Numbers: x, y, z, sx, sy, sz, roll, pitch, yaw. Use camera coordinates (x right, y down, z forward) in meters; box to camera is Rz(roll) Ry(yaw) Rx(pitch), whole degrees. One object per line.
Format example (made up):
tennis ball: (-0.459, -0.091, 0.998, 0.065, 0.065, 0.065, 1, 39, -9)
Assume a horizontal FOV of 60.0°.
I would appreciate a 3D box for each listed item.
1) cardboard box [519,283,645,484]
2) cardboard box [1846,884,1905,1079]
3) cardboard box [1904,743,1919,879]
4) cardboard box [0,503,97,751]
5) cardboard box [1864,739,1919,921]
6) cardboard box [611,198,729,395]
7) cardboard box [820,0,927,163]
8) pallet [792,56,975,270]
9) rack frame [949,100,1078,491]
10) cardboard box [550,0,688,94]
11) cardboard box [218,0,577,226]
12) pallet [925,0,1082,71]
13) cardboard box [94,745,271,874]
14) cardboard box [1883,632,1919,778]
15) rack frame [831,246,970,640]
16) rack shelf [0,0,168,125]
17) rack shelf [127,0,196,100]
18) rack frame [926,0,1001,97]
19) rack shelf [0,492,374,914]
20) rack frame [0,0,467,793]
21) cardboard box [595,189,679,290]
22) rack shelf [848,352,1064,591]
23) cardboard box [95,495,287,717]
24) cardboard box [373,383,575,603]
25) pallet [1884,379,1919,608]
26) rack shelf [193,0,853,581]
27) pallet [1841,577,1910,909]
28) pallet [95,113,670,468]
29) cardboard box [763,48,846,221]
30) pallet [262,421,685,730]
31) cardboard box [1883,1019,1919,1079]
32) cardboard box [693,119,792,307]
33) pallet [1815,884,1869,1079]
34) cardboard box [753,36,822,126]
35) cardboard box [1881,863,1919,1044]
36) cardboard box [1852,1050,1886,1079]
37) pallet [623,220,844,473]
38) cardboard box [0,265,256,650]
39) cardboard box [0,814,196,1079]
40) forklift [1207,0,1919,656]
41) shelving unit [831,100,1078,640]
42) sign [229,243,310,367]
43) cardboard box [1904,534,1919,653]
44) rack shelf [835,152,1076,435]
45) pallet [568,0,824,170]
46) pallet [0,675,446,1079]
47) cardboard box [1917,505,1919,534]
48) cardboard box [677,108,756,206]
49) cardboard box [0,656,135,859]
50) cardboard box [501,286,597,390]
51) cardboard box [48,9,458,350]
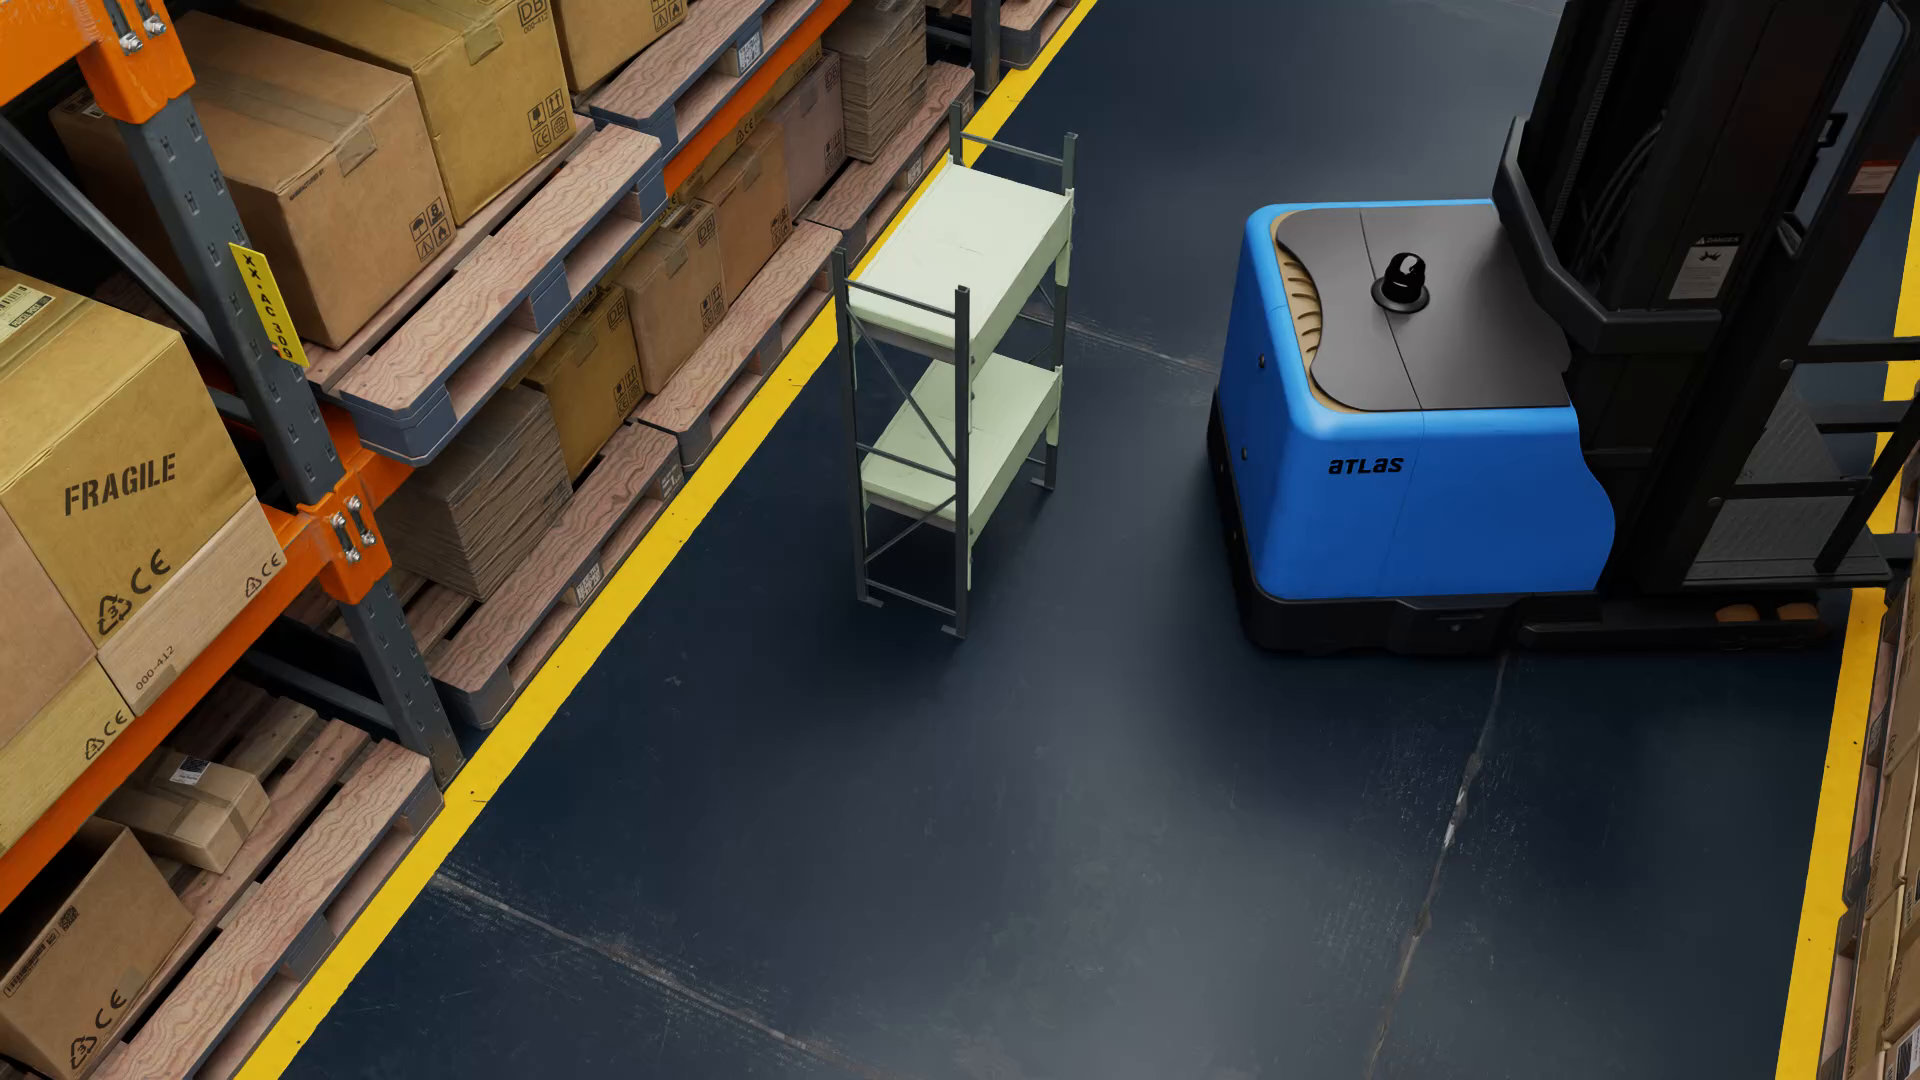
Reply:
cardboard box: (-1.534, -0.620, 5.660, 0.700, 0.500, 0.500, 19, 52, 15)
cardboard box: (2.604, 1.234, 4.260, 0.500, 0.250, 0.500, 19, 52, 16)
cardboard box: (2.817, 0.704, 4.342, 0.500, 0.311, 0.500, 20, 52, 16)
cardboard box: (-2.139, 0.168, 3.230, 0.500, 0.500, 0.500, 20, 52, 16)
cardboard box: (2.822, 0.882, 4.560, 0.500, 0.250, 0.500, 21, 53, 17)
cardboard box: (-1.280, -0.958, 5.948, 0.700, 0.500, 0.500, 20, 53, 16)
cardboard box: (-0.561, -1.977, 6.815, 0.700, 0.500, 0.500, 20, 53, 17)
pallet: (-0.635, -1.716, 7.071, 1.003, 0.211, 1.213, 20, 52, 16)
rack frame: (0.154, -0.733, 5.389, 0.400, 1.500, 0.023, 20, 52, 16)
cardboard box: (-1.263, -1.763, 4.926, 0.700, 0.500, 0.500, 27, 55, 21)
cardboard box: (-1.516, -1.299, 4.532, 0.700, 0.500, 0.500, 25, 54, 20)
pallet: (0.105, -2.772, 7.970, 1.003, 0.211, 1.213, 20, 52, 16)
cardboard box: (-2.211, 0.751, 4.713, 0.380, 0.166, 0.250, 14, 51, 11)
cardboard box: (3.041, 0.532, 4.858, 0.500, 0.250, 0.500, 21, 53, 17)
rack frame: (-0.159, -0.229, 4.960, 0.400, 1.500, 0.023, 20, 52, 16)
rack shelf: (-2.864, 0.236, 2.083, 1.077, 0.370, 4.000, 20, 52, 16)
rack shelf: (-1.155, -2.519, 4.427, 1.077, 0.370, 4.000, 20, 52, 16)
rack frame: (-0.300, -3.157, 6.467, 1.000, 3.000, 0.127, 20, 52, 16)
rack shelf: (-2.864, 1.208, 3.225, 1.077, 0.370, 4.000, 20, 52, 16)
rack frame: (-2.009, -0.403, 4.123, 1.000, 3.000, 0.127, 20, 52, 16)
cardboard box: (-1.306, -1.154, 5.623, 0.500, 0.250, 0.500, 18, 52, 15)
rack shelf: (-0.003, -0.270, 5.423, 0.431, 0.370, 0.720, 20, 52, 16)
cardboard box: (-1.937, 0.064, 3.811, 0.500, 0.250, 0.500, 20, 52, 16)
cardboard box: (-1.710, -0.247, 5.343, 0.700, 0.500, 0.500, 21, 53, 17)
pallet: (3.793, -0.090, 5.688, 1.003, 0.211, 1.213, 20, 52, 16)
rack shelf: (-1.155, -1.547, 5.569, 1.077, 0.370, 4.000, 20, 52, 16)
pallet: (3.271, 0.747, 4.976, 1.003, 0.211, 1.213, 20, 52, 16)
pallet: (-1.551, -0.819, 4.604, 1.003, 0.211, 1.213, 20, 52, 16)
cardboard box: (-0.886, -1.660, 6.545, 0.700, 0.500, 0.500, 20, 52, 16)
pallet: (-1.678, -0.036, 5.642, 1.003, 0.211, 1.213, 20, 52, 16)
cardboard box: (2.385, 1.408, 3.744, 0.500, 0.311, 0.500, 20, 52, 16)
cardboard box: (-1.073, -1.309, 6.246, 0.700, 0.500, 0.500, 20, 52, 16)
pallet: (2.751, 1.590, 4.258, 1.003, 0.211, 1.213, 20, 52, 16)
cardboard box: (-0.861, -1.848, 6.213, 0.500, 0.250, 0.500, 21, 53, 17)
cardboard box: (2.602, 1.047, 4.051, 0.500, 0.311, 0.500, 21, 53, 17)
cardboard box: (2.386, 1.582, 3.964, 0.500, 0.250, 0.500, 19, 52, 16)
pallet: (-1.158, -0.879, 6.359, 1.003, 0.211, 1.213, 20, 52, 16)
cardboard box: (-1.931, -0.177, 3.524, 0.500, 0.500, 0.500, 20, 52, 16)
cardboard box: (-2.416, 0.993, 4.288, 0.500, 0.500, 0.500, 16, 52, 13)
forklift: (2.416, -0.993, 4.671, 3.031, 2.935, 1.130, -2, 50, -2)
shelving unit: (-0.003, -0.481, 5.175, 0.431, 1.500, 0.755, 20, 52, 16)
sign: (-1.515, -0.512, 3.648, 0.100, 0.325, 0.005, 20, 52, 16)
cardboard box: (3.260, 0.179, 5.158, 0.500, 0.250, 0.500, 19, 52, 15)
rack shelf: (-0.003, -0.734, 4.878, 0.431, 0.370, 0.720, 20, 52, 16)
pallet: (-1.109, -1.718, 5.369, 1.003, 0.211, 1.213, 20, 52, 16)
pallet: (-2.264, 0.975, 4.782, 1.003, 0.211, 1.213, 20, 52, 16)
cardboard box: (3.477, -0.181, 5.464, 0.500, 0.250, 0.500, 18, 52, 15)
cardboard box: (-1.076, -1.492, 5.910, 0.500, 0.250, 0.500, 20, 52, 16)
cardboard box: (-2.158, 0.405, 3.521, 0.500, 0.250, 0.500, 20, 52, 16)
cardboard box: (-1.525, -0.795, 5.317, 0.500, 0.250, 0.500, 19, 52, 15)
cardboard box: (-1.761, -0.917, 4.206, 0.700, 0.500, 0.500, 20, 52, 16)
